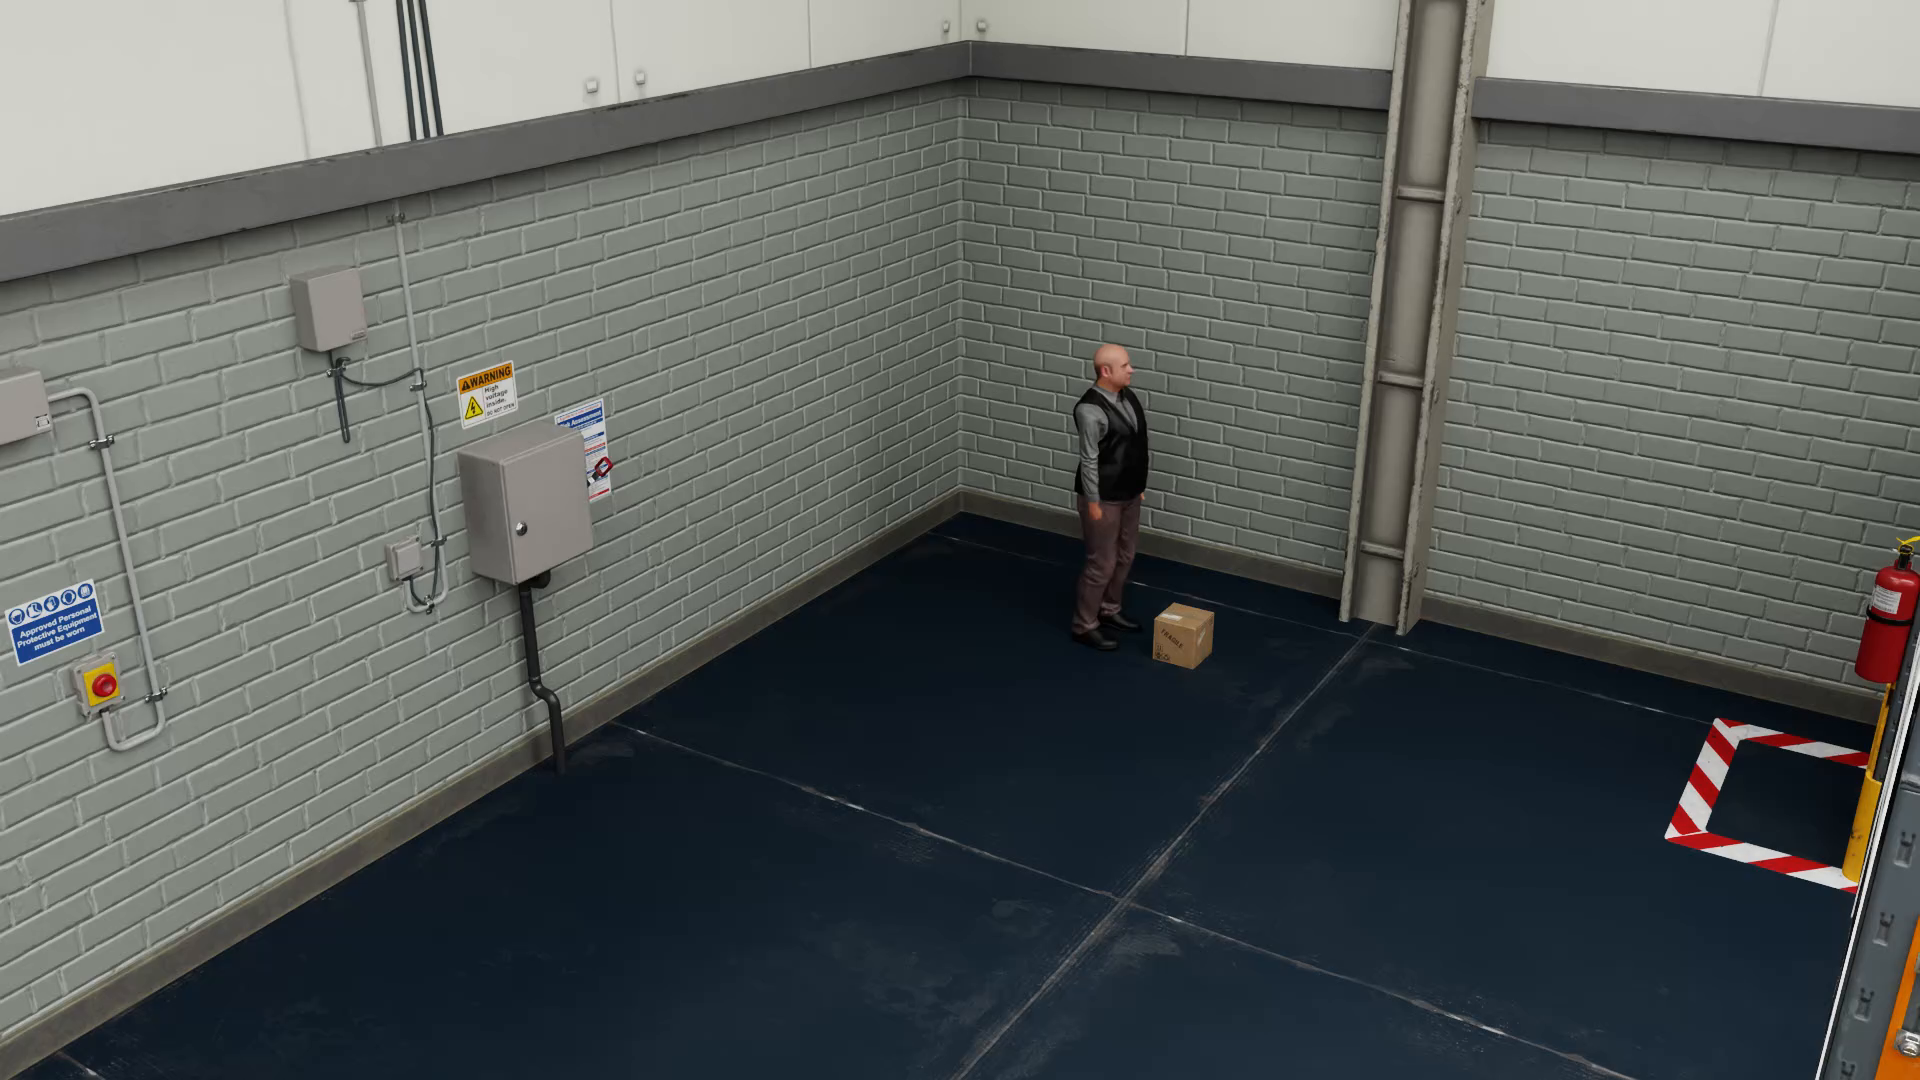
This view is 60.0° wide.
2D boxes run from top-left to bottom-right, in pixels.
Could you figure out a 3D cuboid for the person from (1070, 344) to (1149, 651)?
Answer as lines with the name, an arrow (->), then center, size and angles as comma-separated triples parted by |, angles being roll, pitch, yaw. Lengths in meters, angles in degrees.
person -> 0.842, -0.249, 9.221 | 0.359, 1.716, 0.531 | 14, 27, 30
